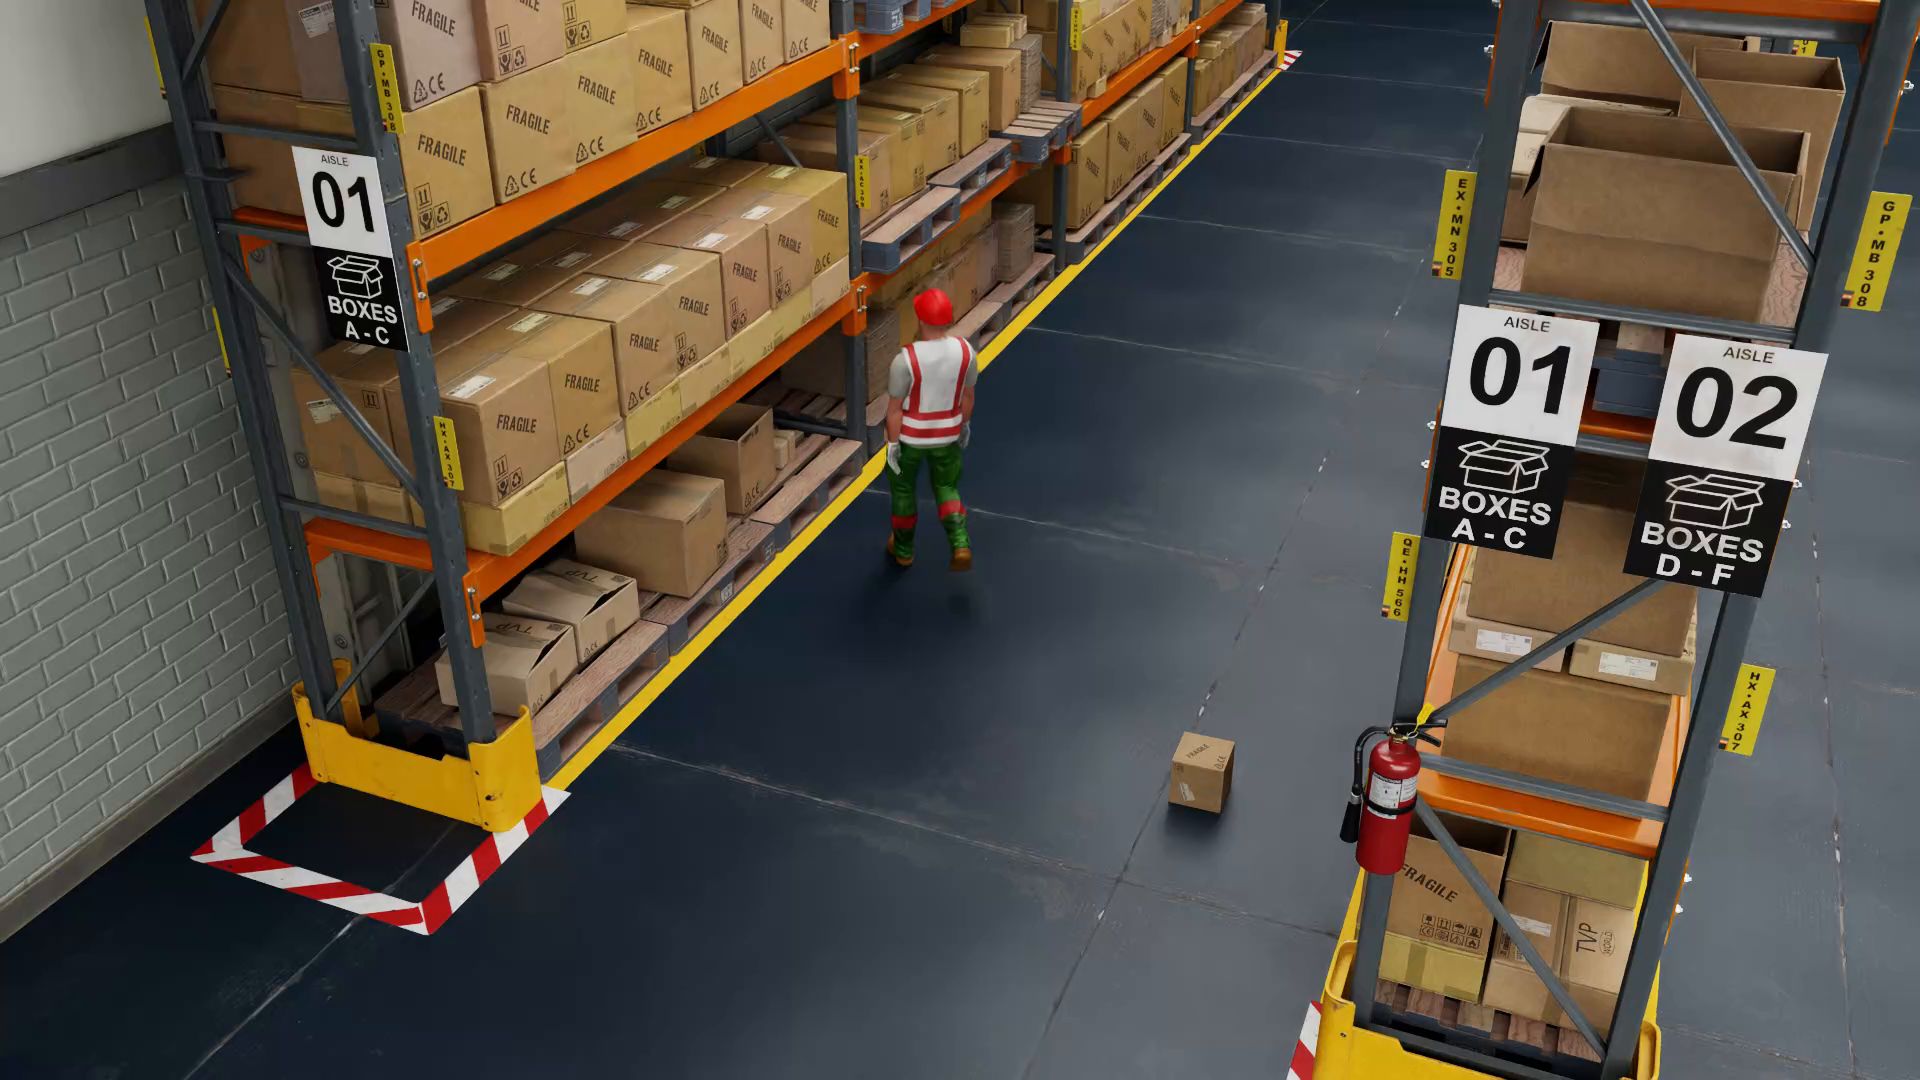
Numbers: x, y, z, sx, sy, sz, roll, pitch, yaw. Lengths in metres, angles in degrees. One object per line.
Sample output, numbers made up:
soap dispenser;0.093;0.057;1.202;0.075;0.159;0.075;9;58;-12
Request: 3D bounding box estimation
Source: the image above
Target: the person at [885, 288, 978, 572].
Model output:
person;-0.171;-0.591;9.418;0.546;1.769;0.780;-9;31;-16
